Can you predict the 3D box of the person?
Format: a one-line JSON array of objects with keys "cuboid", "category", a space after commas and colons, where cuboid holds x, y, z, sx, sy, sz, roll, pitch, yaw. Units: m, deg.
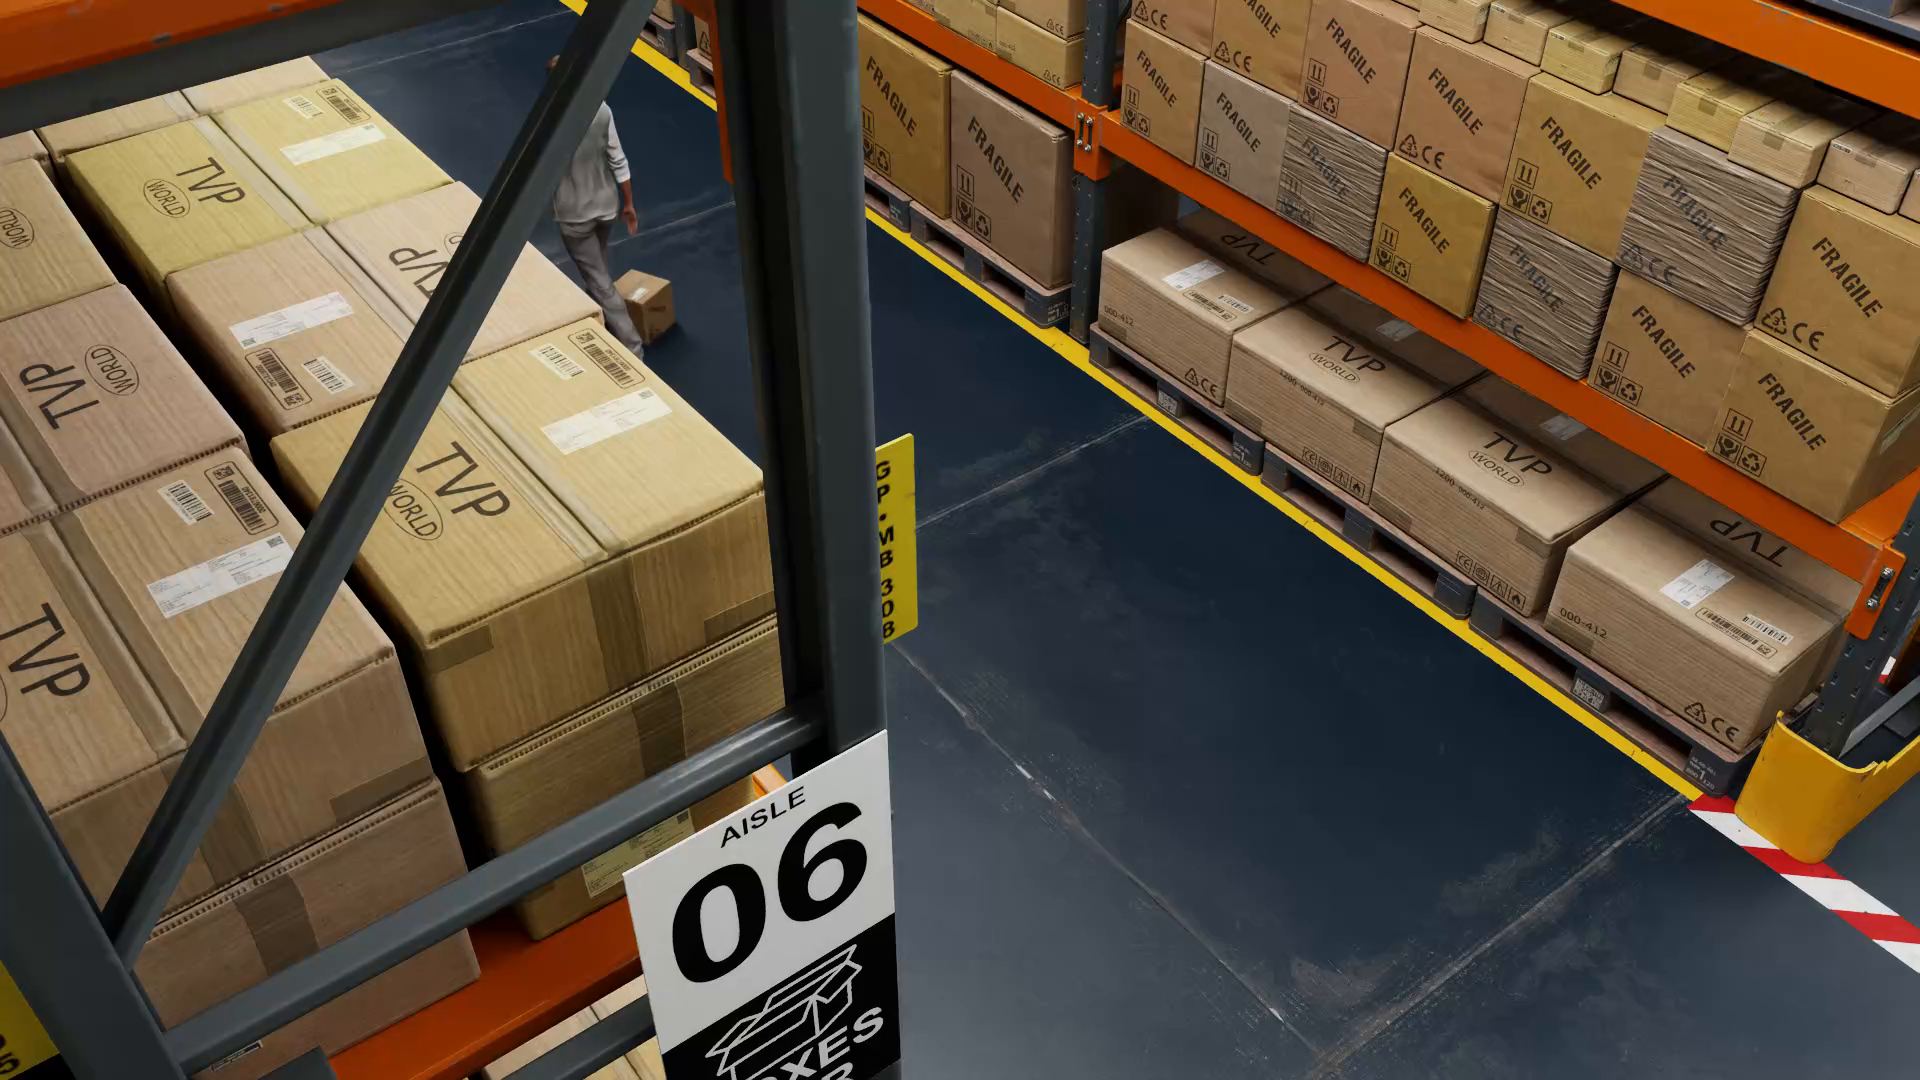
[{"cuboid": [-1.832, -1.581, 8.013, 0.427, 1.602, 0.755, -32, 50, -31], "category": "person"}]
